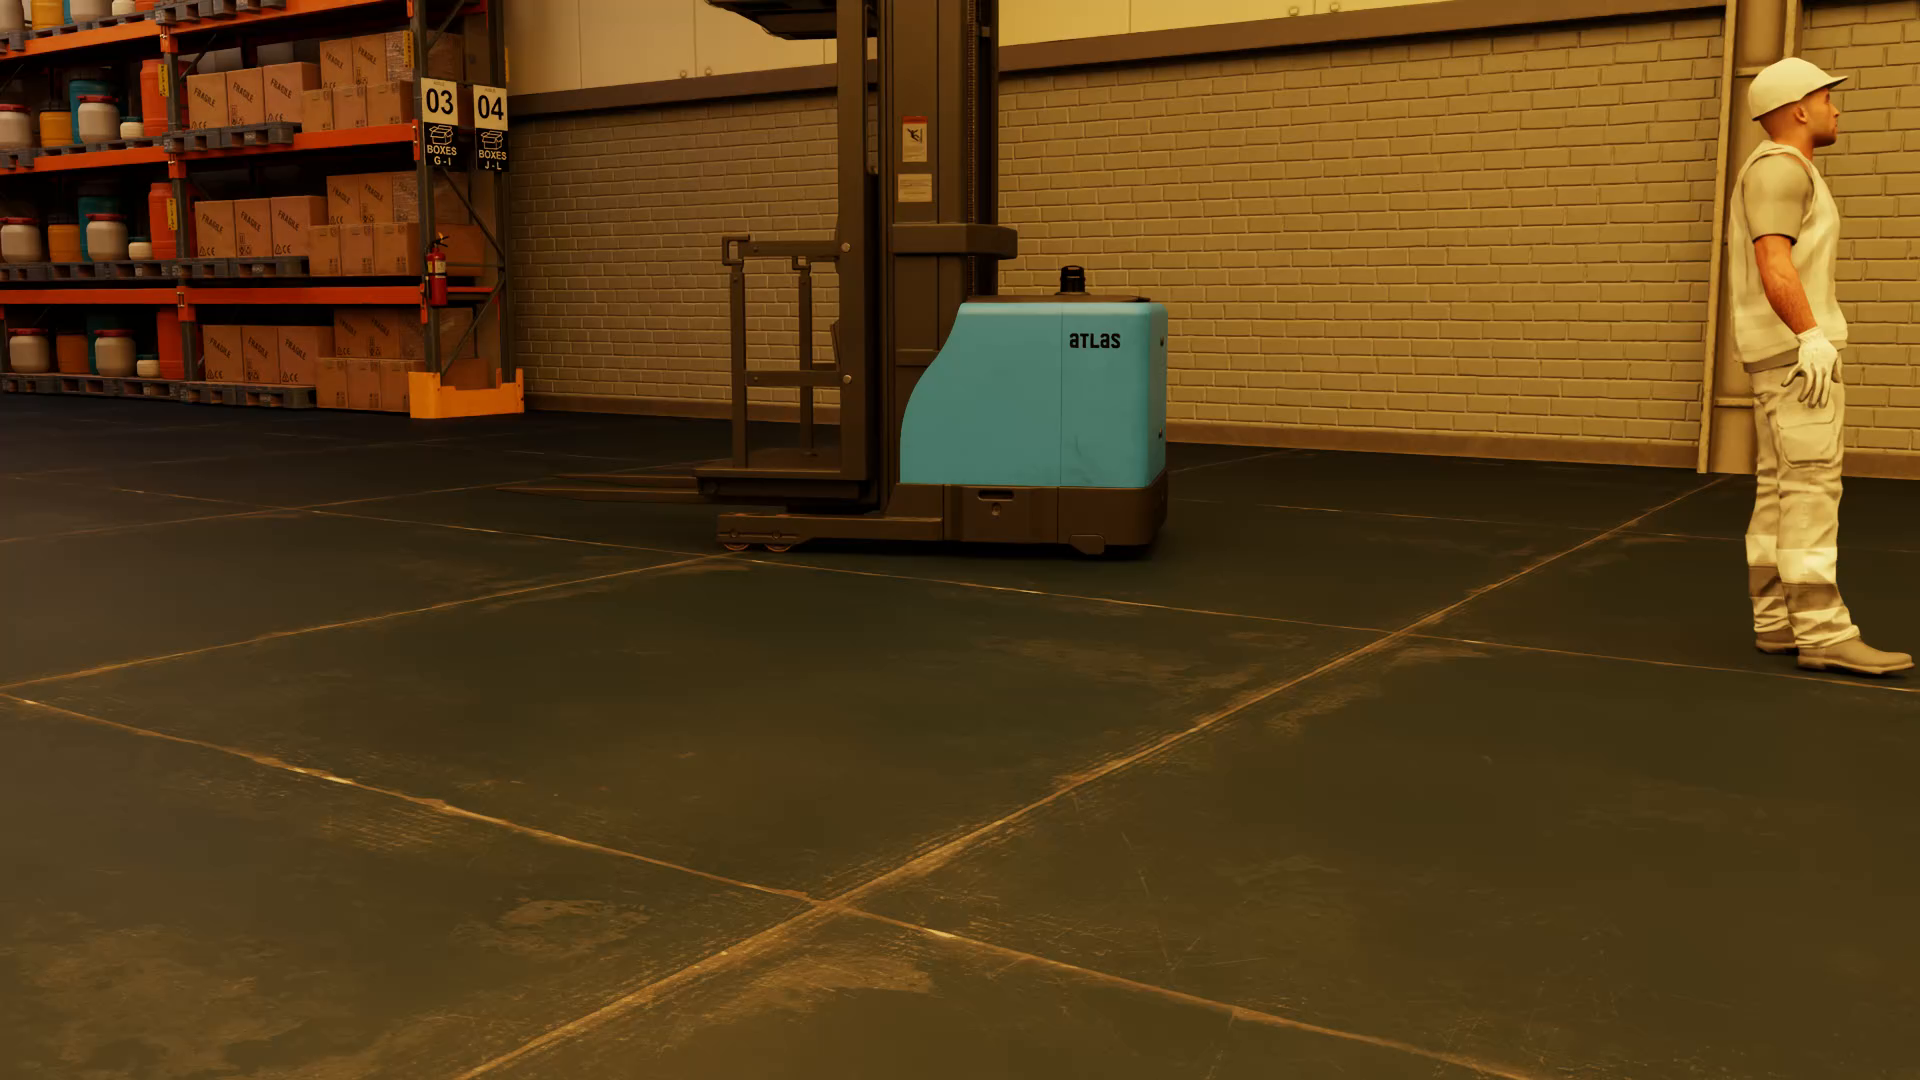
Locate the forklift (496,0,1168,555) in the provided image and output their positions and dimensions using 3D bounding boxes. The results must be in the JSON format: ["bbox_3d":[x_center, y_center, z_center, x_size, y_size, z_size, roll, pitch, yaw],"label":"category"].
[{"bbox_3d":[-0.596,-1.469,7.520,3.031,2.935,1.130,2,8,12],"label":"forklift"}]

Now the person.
[{"bbox_3d":[2.580,-0.537,4.986,0.552,1.790,0.637,3,9,22],"label":"person"}]
